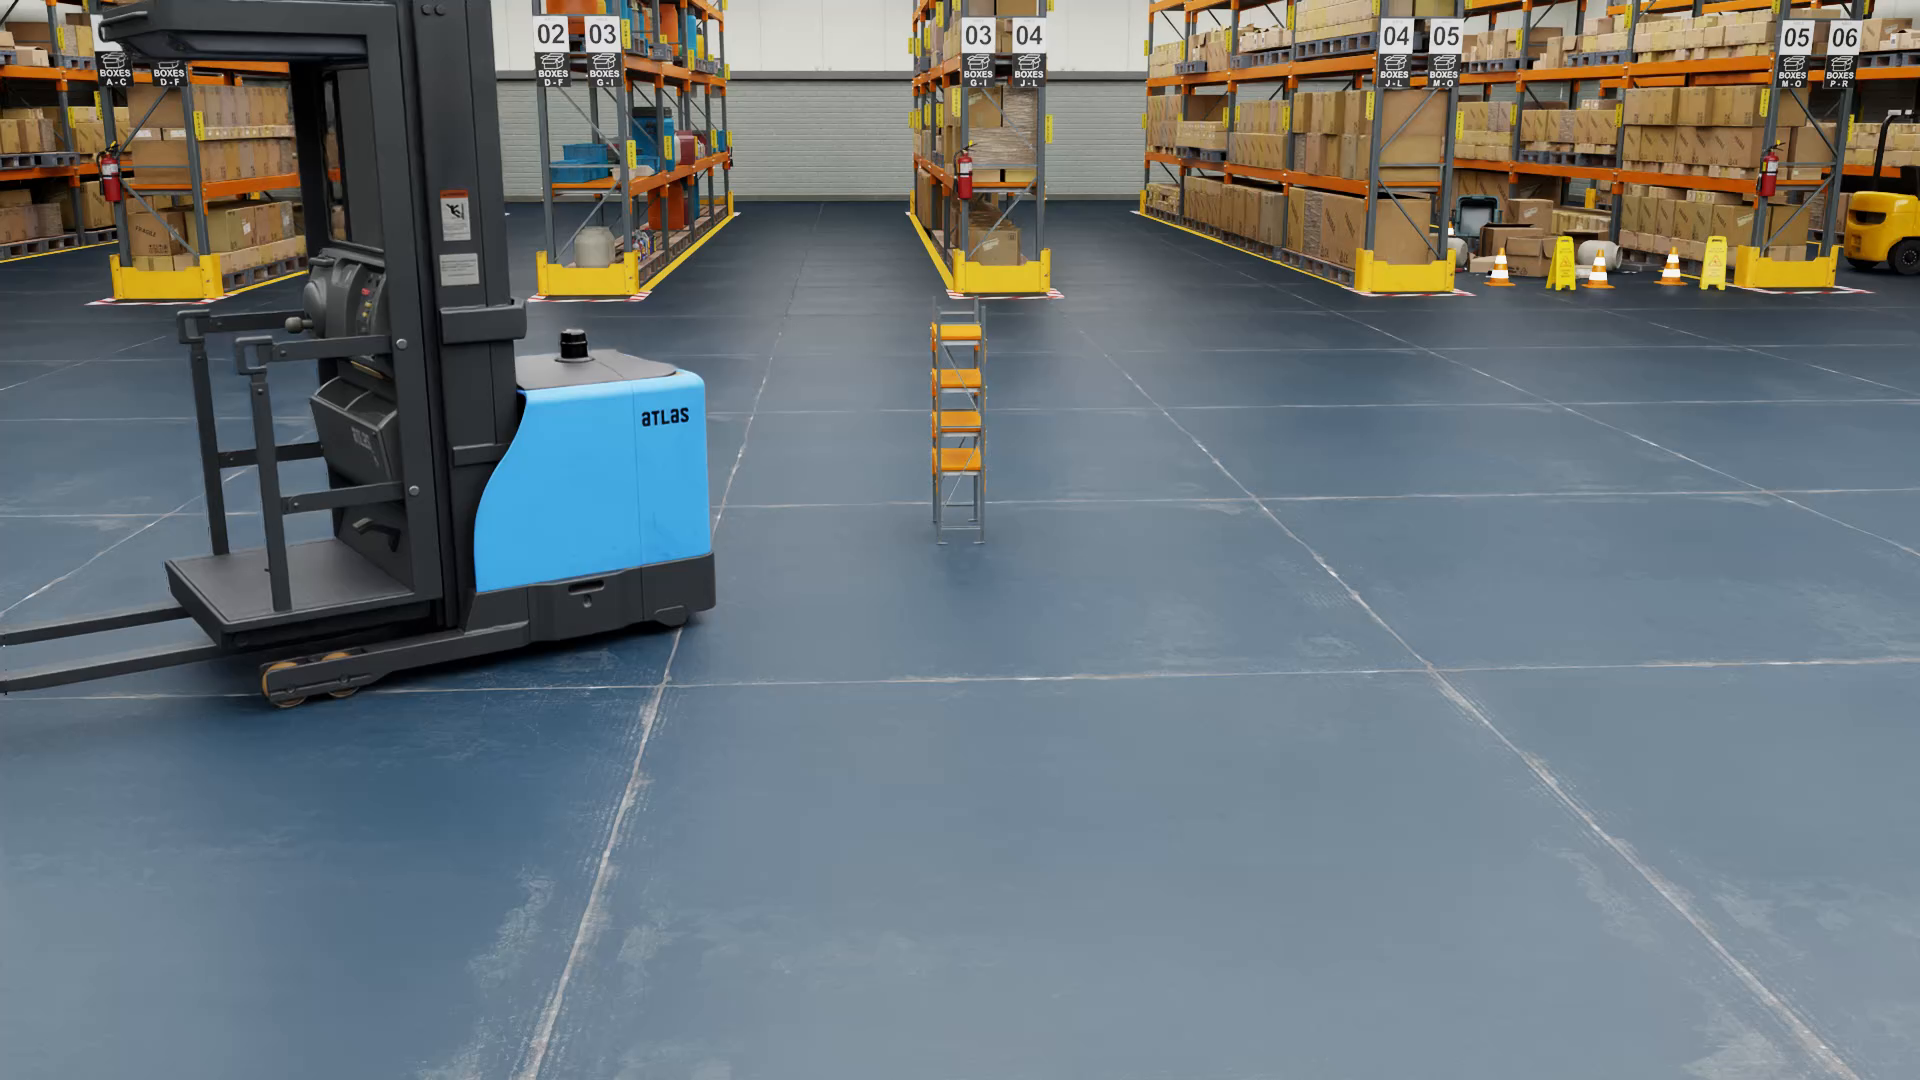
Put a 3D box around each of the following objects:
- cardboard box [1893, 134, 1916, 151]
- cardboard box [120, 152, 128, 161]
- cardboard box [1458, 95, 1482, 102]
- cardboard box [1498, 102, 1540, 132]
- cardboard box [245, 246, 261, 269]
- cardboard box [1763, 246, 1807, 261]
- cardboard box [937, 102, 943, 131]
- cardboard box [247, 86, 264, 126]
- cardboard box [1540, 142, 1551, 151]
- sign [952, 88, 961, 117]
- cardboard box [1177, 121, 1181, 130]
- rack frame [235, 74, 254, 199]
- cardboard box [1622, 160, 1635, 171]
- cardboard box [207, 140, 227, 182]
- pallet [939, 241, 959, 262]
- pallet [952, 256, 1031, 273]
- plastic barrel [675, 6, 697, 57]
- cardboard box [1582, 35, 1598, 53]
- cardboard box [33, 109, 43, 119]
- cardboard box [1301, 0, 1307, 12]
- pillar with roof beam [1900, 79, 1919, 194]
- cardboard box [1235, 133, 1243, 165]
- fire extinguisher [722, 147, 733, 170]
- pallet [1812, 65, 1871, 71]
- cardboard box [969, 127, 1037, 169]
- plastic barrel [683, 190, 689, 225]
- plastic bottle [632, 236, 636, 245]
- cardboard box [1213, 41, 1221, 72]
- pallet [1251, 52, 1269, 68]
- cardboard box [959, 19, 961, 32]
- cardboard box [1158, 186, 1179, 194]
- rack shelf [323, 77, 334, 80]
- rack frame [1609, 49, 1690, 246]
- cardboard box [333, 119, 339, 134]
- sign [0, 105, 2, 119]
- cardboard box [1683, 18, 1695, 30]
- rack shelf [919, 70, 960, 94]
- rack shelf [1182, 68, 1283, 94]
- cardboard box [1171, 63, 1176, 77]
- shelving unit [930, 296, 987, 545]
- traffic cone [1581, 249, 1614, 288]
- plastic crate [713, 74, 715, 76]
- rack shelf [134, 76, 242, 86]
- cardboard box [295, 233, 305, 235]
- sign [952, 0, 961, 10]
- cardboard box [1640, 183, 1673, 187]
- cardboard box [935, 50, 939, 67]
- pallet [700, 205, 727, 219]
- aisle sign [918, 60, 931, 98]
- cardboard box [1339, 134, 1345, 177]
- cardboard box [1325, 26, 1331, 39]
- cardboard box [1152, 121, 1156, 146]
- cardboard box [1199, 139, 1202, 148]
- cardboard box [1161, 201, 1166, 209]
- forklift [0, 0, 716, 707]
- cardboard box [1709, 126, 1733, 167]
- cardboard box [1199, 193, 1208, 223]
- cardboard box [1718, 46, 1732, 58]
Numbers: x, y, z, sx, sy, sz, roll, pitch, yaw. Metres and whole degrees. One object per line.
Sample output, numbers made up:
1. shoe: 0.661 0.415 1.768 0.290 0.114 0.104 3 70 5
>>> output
1. cardboard box: 14.785 -6.131 25.633 0.500 0.250 0.500 -1 14 -5
2. cardboard box: -14.719 -6.671 28.897 0.380 0.149 0.250 0 14 -2
3. cardboard box: 9.900 -8.557 32.255 0.380 0.149 0.250 -1 14 -4
4. cardboard box: 9.615 -7.290 28.633 0.500 0.500 0.500 -1 14 -5
5. cardboard box: -9.251 -3.595 21.156 0.500 0.250 0.500 -1 14 -3
6. cardboard box: 10.630 -3.720 21.639 0.500 0.250 0.500 -1 14 -4
7. cardboard box: -0.012 -7.196 28.261 0.797 0.503 0.637 0 14 -2
8. cardboard box: -9.526 -5.649 21.659 0.700 0.500 0.500 -1 14 -3
9. cardboard box: 9.694 -6.422 27.130 0.380 0.149 0.250 -1 14 -3
10. sign: -0.042 -5.200 19.761 0.100 0.325 0.005 -1 14 -3
11. cardboard box: 4.292 -7.791 31.254 0.380 0.149 0.250 0 14 -1
12. rack frame: -15.310 -8.240 34.532 1.000 3.000 0.127 -1 14 -3
13. cardboard box: 9.855 -5.433 24.127 0.380 0.149 0.250 -1 14 -4
14. cardboard box: -9.428 -4.633 20.314 0.700 0.500 0.500 -1 14 -2
15. pallet: 0.215 -4.328 24.925 1.003 0.211 1.213 -1 14 -3
16. pallet: 0.421 -3.664 22.343 1.003 0.211 1.213 -1 14 -3
17. plastic barrel: -4.916 -8.875 29.131 0.600 0.901 0.708 -1 14 -3
18. cardboard box: 9.918 -7.617 25.550 0.500 0.250 0.500 -1 14 -3
19. cardboard box: -14.763 -6.741 26.320 0.380 0.149 0.250 -3 15 -11
20. cardboard box: 4.922 -7.346 22.899 0.380 0.149 0.250 -1 14 -4
21. pillar with roof beam: 11.546 -9.239 26.375 9.100 9.000 0.400 -1 14 -3
22. cardboard box: 4.767 -6.337 26.937 0.500 0.500 0.500 -1 14 -4
23. fire extinguisher: -4.978 -8.219 35.356 0.296 0.674 0.183 -1 14 -3
24. pallet: 14.993 -7.904 27.586 1.213 0.211 1.003 0 14 -1
25. cardboard box: 0.506 -4.820 20.442 0.875 0.500 0.500 -1 14 -3
26. plastic barrel: -5.043 -5.841 29.205 0.600 0.588 0.708 -1 14 -3
27. plastic bottle: -4.419 -3.980 22.544 0.061 0.283 0.133 -1 14 -3
28. cardboard box: 4.641 -8.295 28.524 0.500 0.500 0.500 -1 14 -3
29. pallet: 5.139 -7.455 25.841 1.003 0.211 1.213 0 14 -1
30. cardboard box: 0.184 -6.128 19.803 0.380 0.149 0.250 -1 14 -3
31. cardboard box: 4.273 -7.169 34.055 0.380 0.149 0.250 -1 14 -3
32. rack shelf: -9.994 -7.930 28.749 1.077 0.370 4.000 -1 14 -3
33. rack frame: 10.156 -5.638 24.419 1.000 3.000 0.127 -1 14 -3
34. cardboard box: -10.022 -6.734 27.637 0.700 0.500 0.500 -6 16 -22
35. sign: -15.368 -6.802 26.619 0.100 0.325 0.005 -1 14 -3
36. cardboard box: 9.985 -6.949 22.398 0.380 0.149 0.250 -1 14 -4
37. rack shelf: -0.107 -8.082 29.340 1.077 0.370 4.000 -1 14 -3
38. rack shelf: 4.850 -8.133 29.540 1.077 0.370 4.000 -1 14 -3
39. cardboard box: 4.407 -9.148 32.344 0.500 0.250 0.500 -1 14 -4
40. shelving unit: -0.010 -0.622 8.537 0.258 1.200 0.503 -1 14 -3
41. traffic cone: 8.003 -3.400 20.812 0.336 0.463 0.334 -1 14 -3
42. plastic crate: -5.046 -9.208 32.803 0.437 0.136 0.530 -1 14 -3
43. rack shelf: -15.186 -8.847 32.315 1.077 0.370 4.000 -1 14 -3
44. cardboard box: -9.400 -4.309 23.929 0.500 0.250 0.500 -1 14 -5
45. sign: -0.042 -6.368 19.460 0.100 0.325 0.005 -1 14 -3
46. cardboard box: 14.388 -7.068 34.150 0.700 0.500 0.500 -1 14 -6
47. cardboard box: -0.135 -7.484 25.874 0.500 0.250 0.500 -1 14 -2
48. pallet: -5.409 -6.837 34.675 1.003 0.211 1.213 -1 14 -3
49. aisle sign: -0.782 -9.742 35.151 0.394 0.787 0.004 -1 14 -3
50. cardboard box: 5.436 -4.984 21.575 0.875 0.550 0.550 -1 14 -3
51. cardboard box: 4.999 -6.645 21.775 0.380 0.149 0.250 -1 14 -3
52. cardboard box: 4.289 -8.465 34.608 0.500 0.500 0.500 -1 14 -3
53. cardboard box: 4.425 -6.983 29.309 0.380 0.149 0.250 -2 15 -6
54. cardboard box: 4.301 -6.824 33.907 0.380 0.149 0.250 -1 14 -3
55. forklift: -2.546 -0.951 6.342 3.031 2.935 1.130 -10 18 -34
56. cardboard box: 10.069 -5.091 21.496 0.500 0.500 0.500 -1 14 -3
57. cardboard box: 4.595 -5.944 29.783 0.500 0.500 0.500 -2 15 -6
58. cardboard box: 10.060 -6.312 21.523 0.380 0.149 0.250 -1 14 -4
